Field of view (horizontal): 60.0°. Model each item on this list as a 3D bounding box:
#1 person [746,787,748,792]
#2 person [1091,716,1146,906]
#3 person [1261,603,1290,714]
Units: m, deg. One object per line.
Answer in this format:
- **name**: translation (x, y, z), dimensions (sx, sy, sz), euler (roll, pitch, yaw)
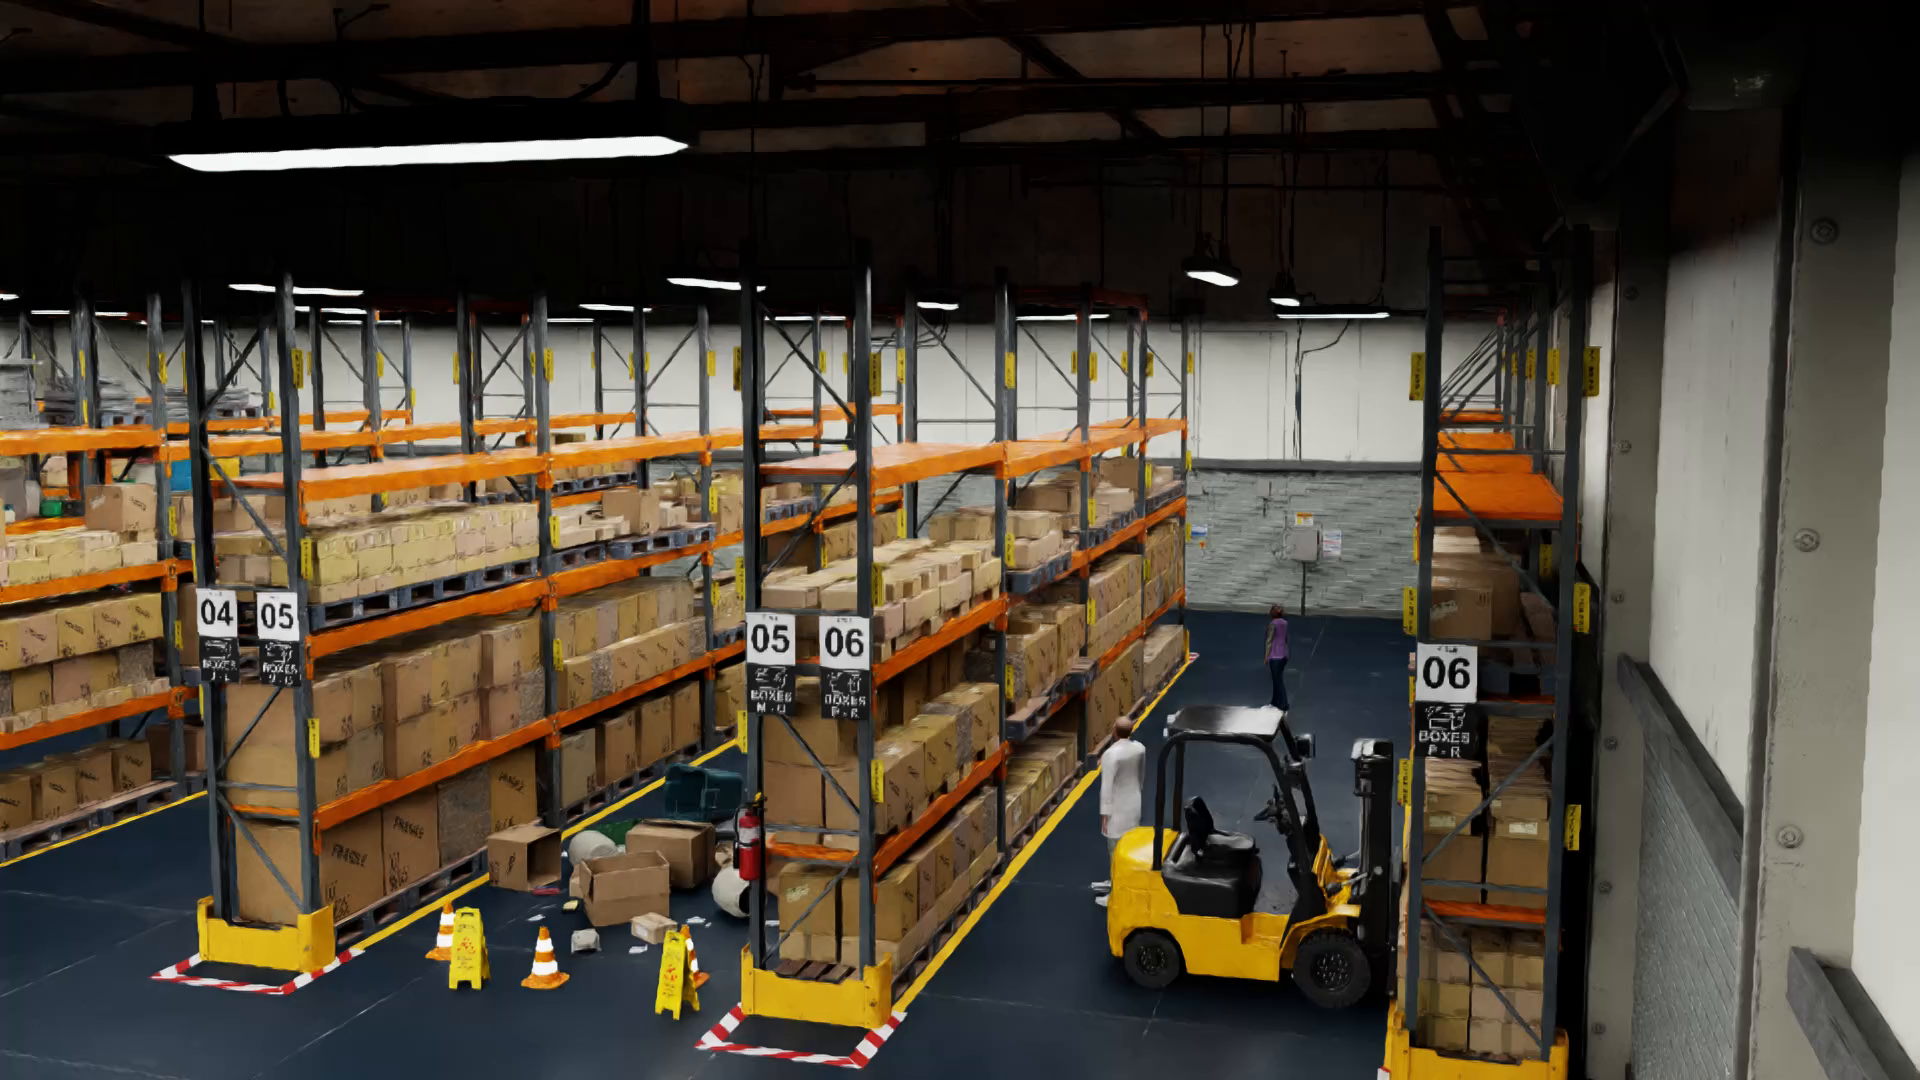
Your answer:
- **person**: translation (-2.346, 2.129, 19.638), dimensions (0.487, 1.675, 0.477), euler (-6, 9, -44)
- **person**: translation (1.462, 2.521, 15.673), dimensions (0.596, 1.777, 0.669), euler (6, 9, 42)
- **person**: translation (4.533, 1.693, 23.877), dimensions (0.532, 1.588, 0.535), euler (5, 8, 40)
